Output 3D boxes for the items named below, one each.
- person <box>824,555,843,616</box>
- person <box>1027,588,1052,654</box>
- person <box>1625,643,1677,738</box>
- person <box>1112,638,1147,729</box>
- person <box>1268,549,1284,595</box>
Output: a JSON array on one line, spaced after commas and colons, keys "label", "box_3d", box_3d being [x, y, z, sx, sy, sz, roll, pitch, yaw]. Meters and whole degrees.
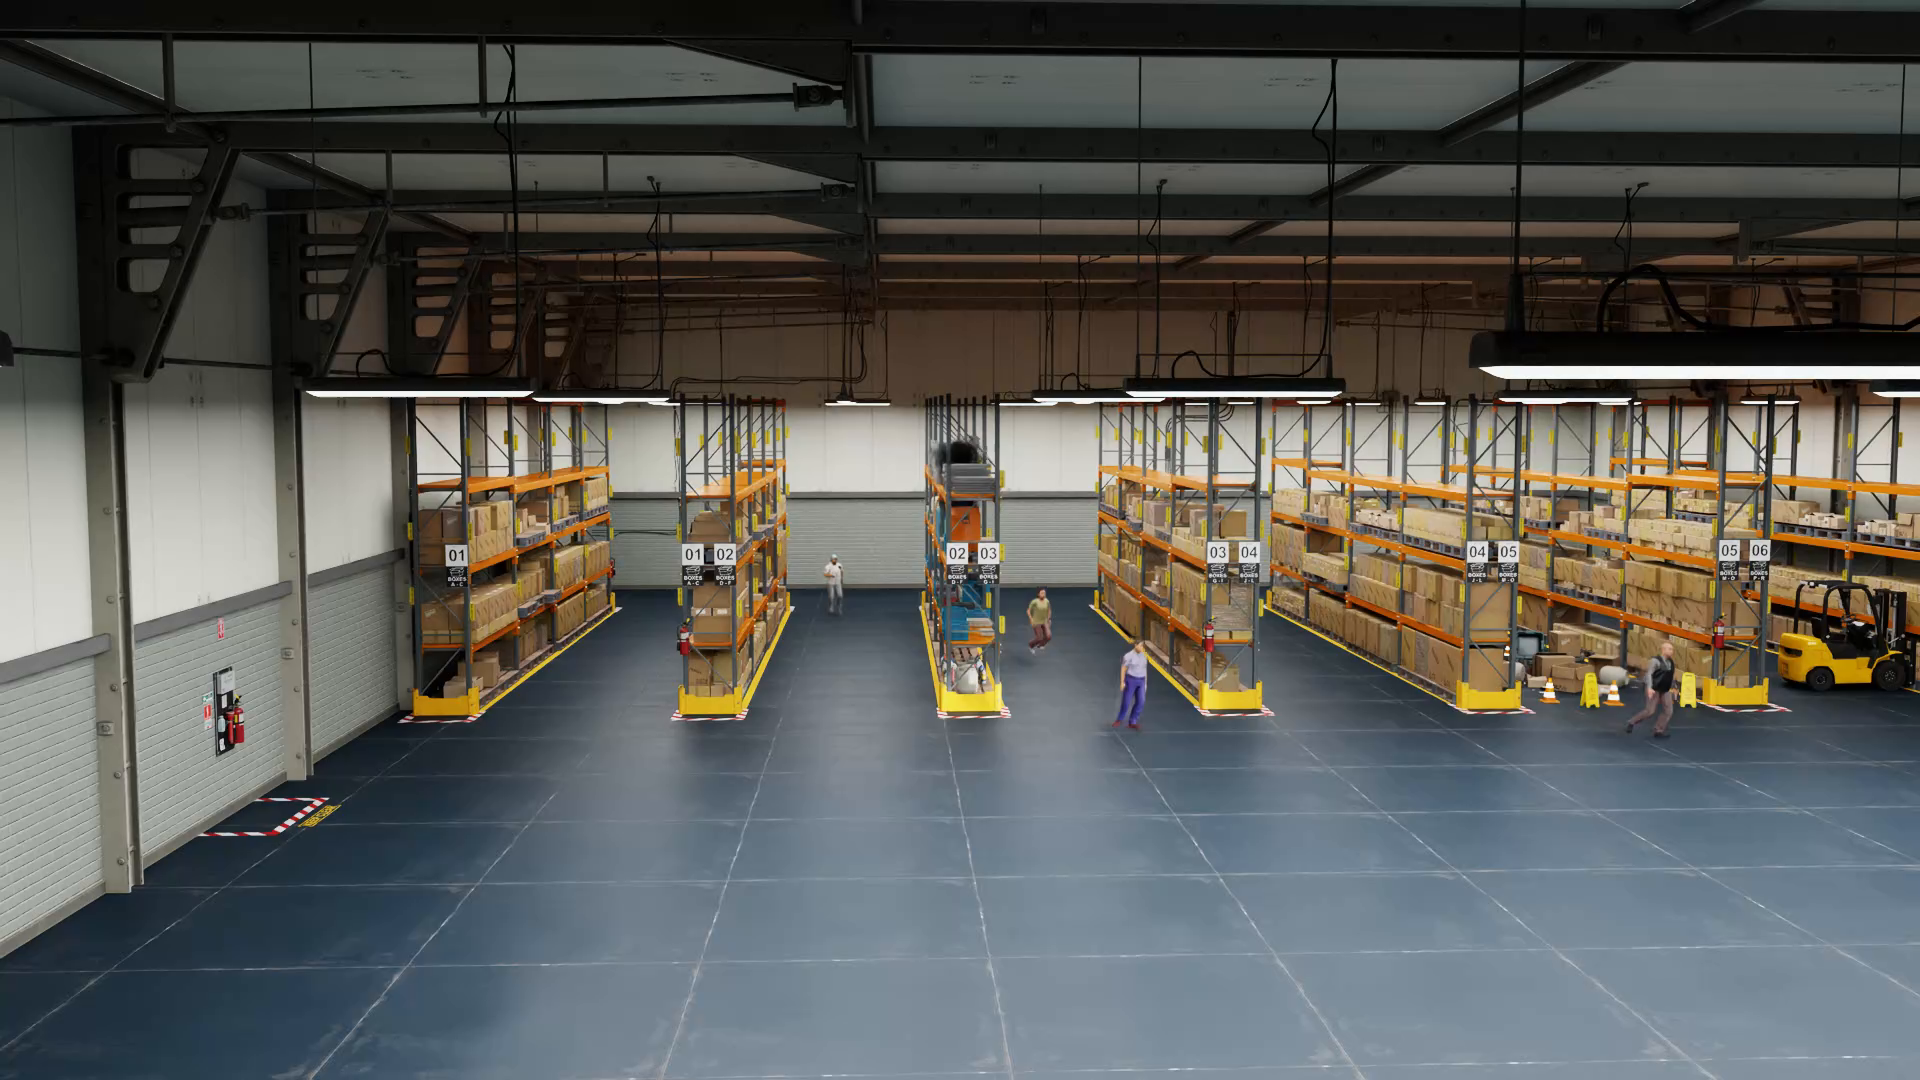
[{"label": "person", "box_3d": [-3.504, 1.254, 46.209, 0.596, 1.709, 0.723, -1, 5, -17]}, {"label": "person", "box_3d": [1.808, 1.844, 37.605, 0.572, 1.536, 0.679, -2, 5, -24]}, {"label": "person", "box_3d": [12.070, 2.603, 29.005, 0.759, 1.664, 0.662, -3, 5, -29]}, {"label": "person", "box_3d": [3.045, 2.564, 29.715, 0.623, 1.631, 0.480, -3, 5, -32]}, {"label": "person", "box_3d": [9.393, 1.053, 49.127, 0.709, 1.610, 0.554, -4, 6, -41]}]
